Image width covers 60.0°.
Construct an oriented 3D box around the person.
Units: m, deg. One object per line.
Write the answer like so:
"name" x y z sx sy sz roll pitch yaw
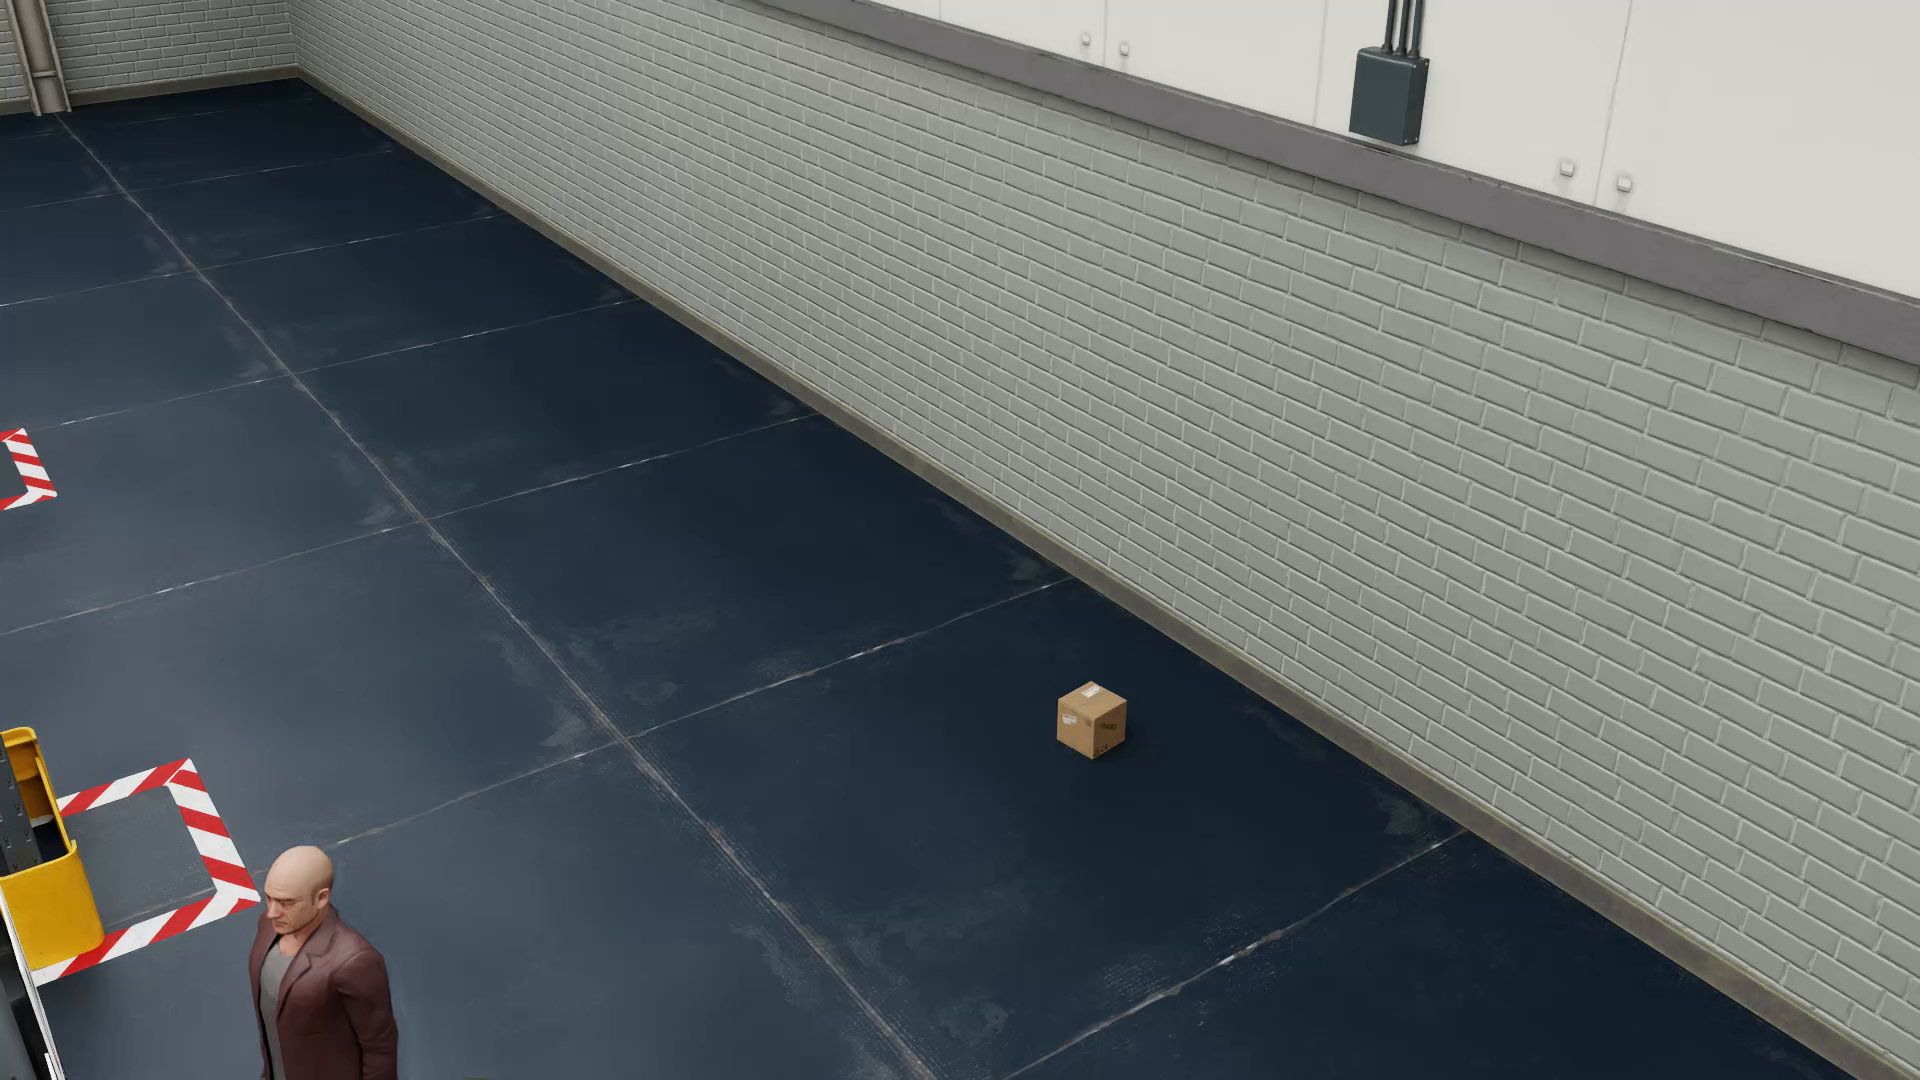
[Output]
"person" -2.024 1.727 5.378 0.578 1.762 0.689 21 35 34
